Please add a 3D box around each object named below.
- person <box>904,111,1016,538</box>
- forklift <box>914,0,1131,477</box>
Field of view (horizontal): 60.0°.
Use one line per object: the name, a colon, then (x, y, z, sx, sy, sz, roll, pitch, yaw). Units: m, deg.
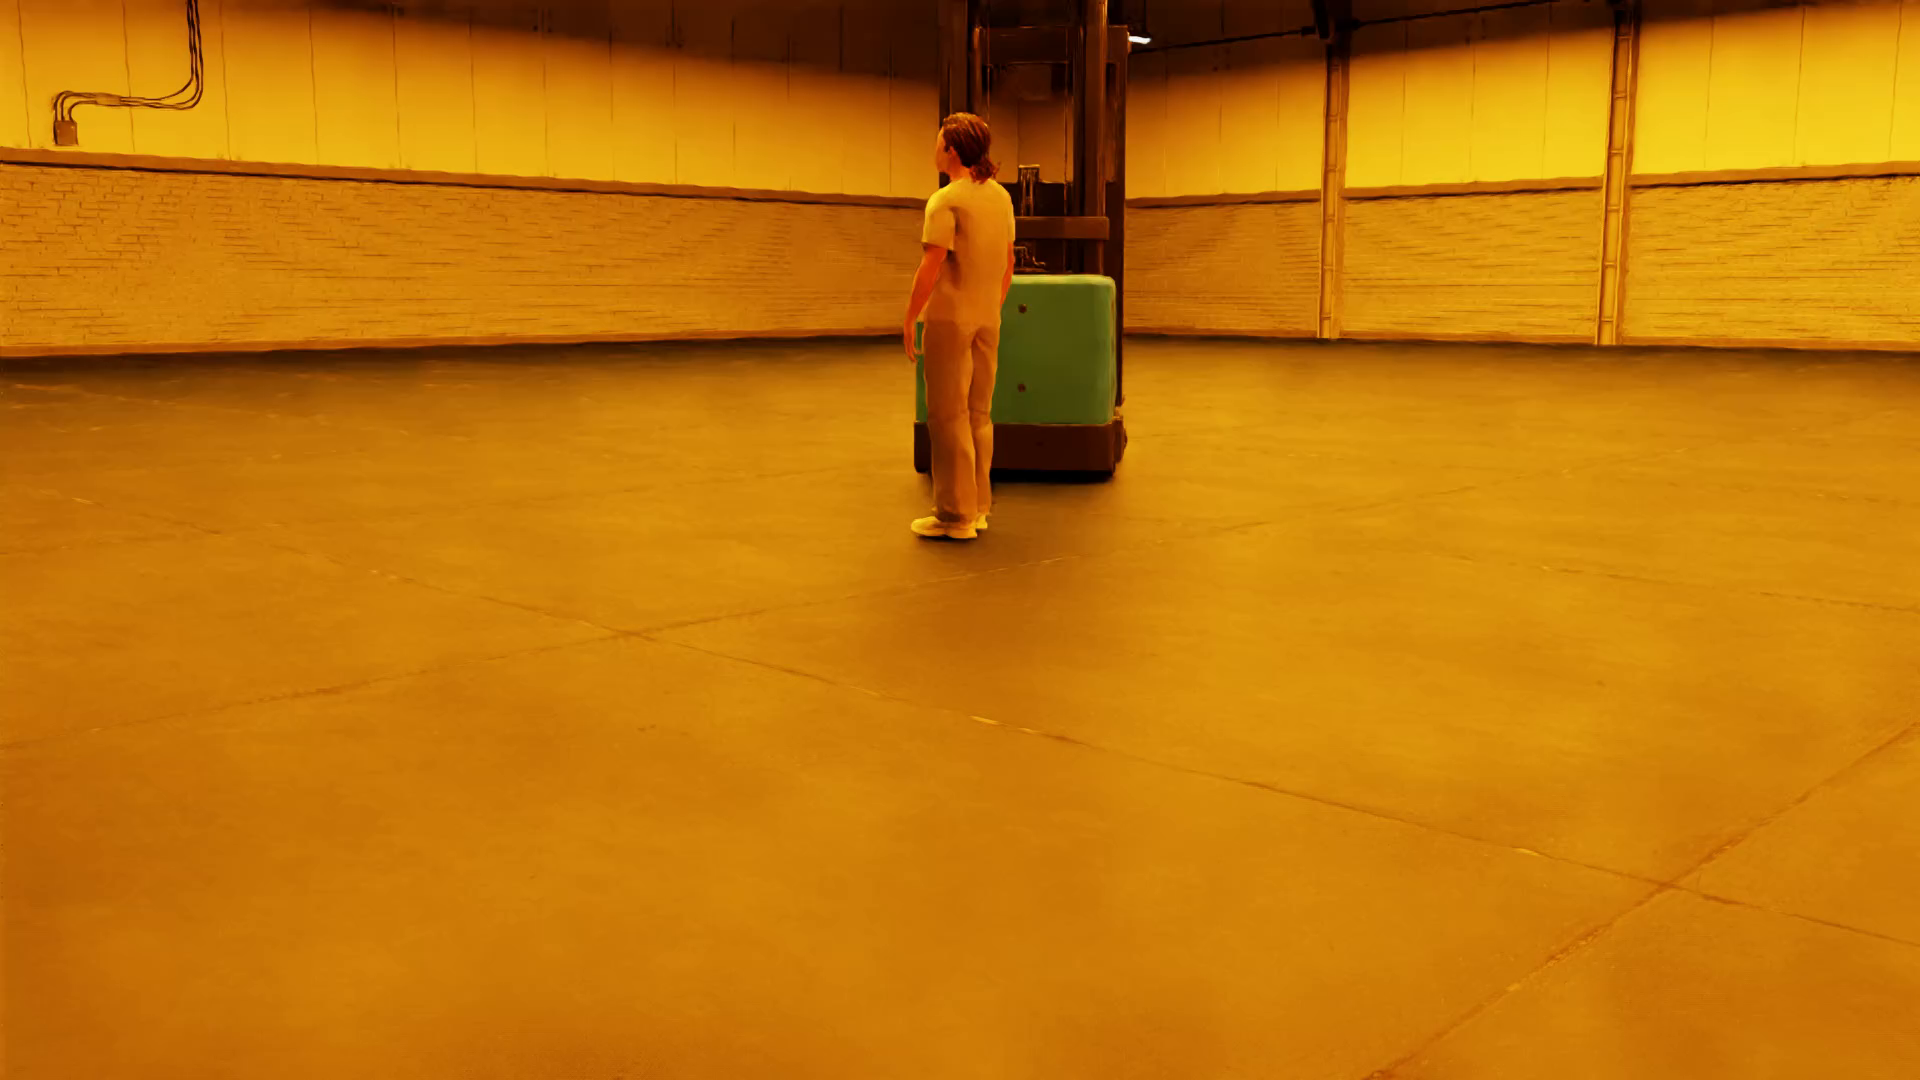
person: (-0.052, -0.840, 6.661, 0.525, 1.663, 0.550, 8, 12, 43)
forklift: (0.451, -1.972, 9.972, 1.130, 2.935, 3.031, 1, 9, 7)
